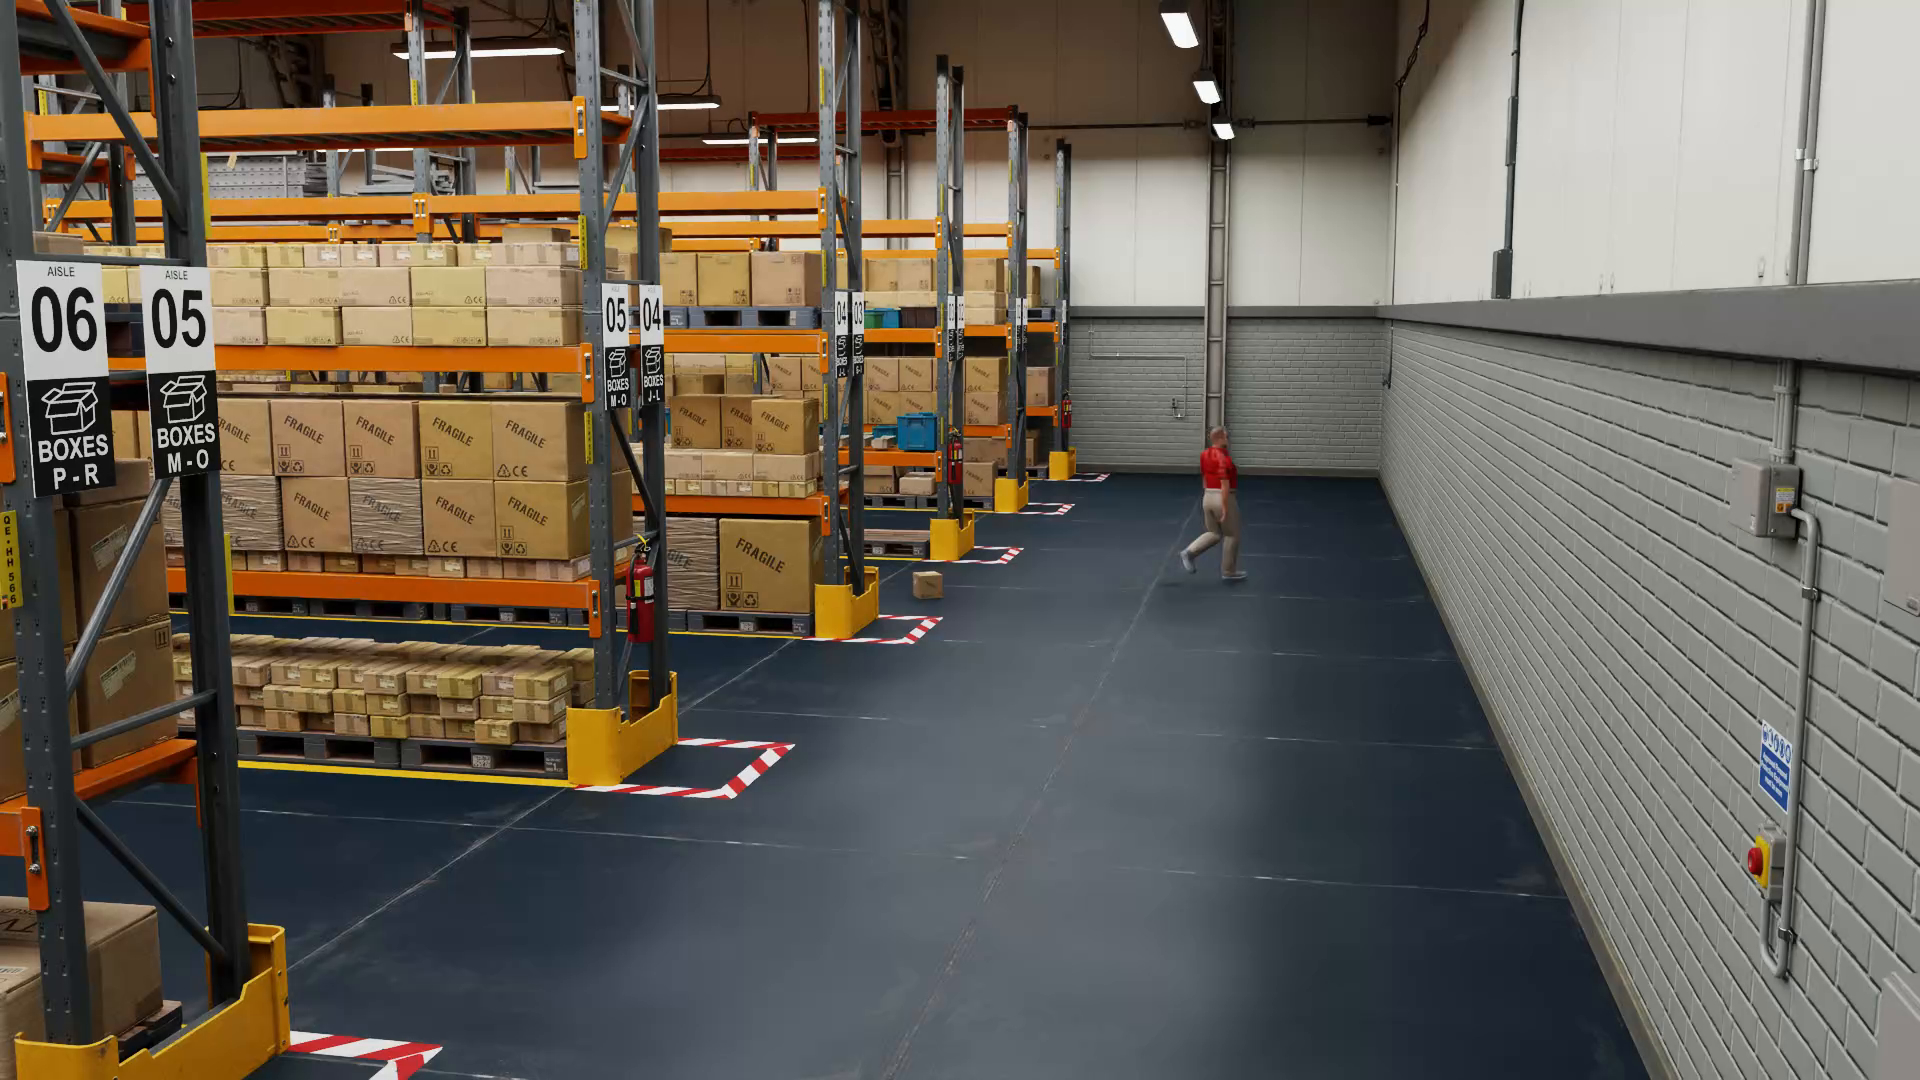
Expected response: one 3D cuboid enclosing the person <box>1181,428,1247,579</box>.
[{"bbox_3d":[2.879,-0.405,18.609,0.735,1.701,0.529,-5,9,-30],"label":"person"}]
